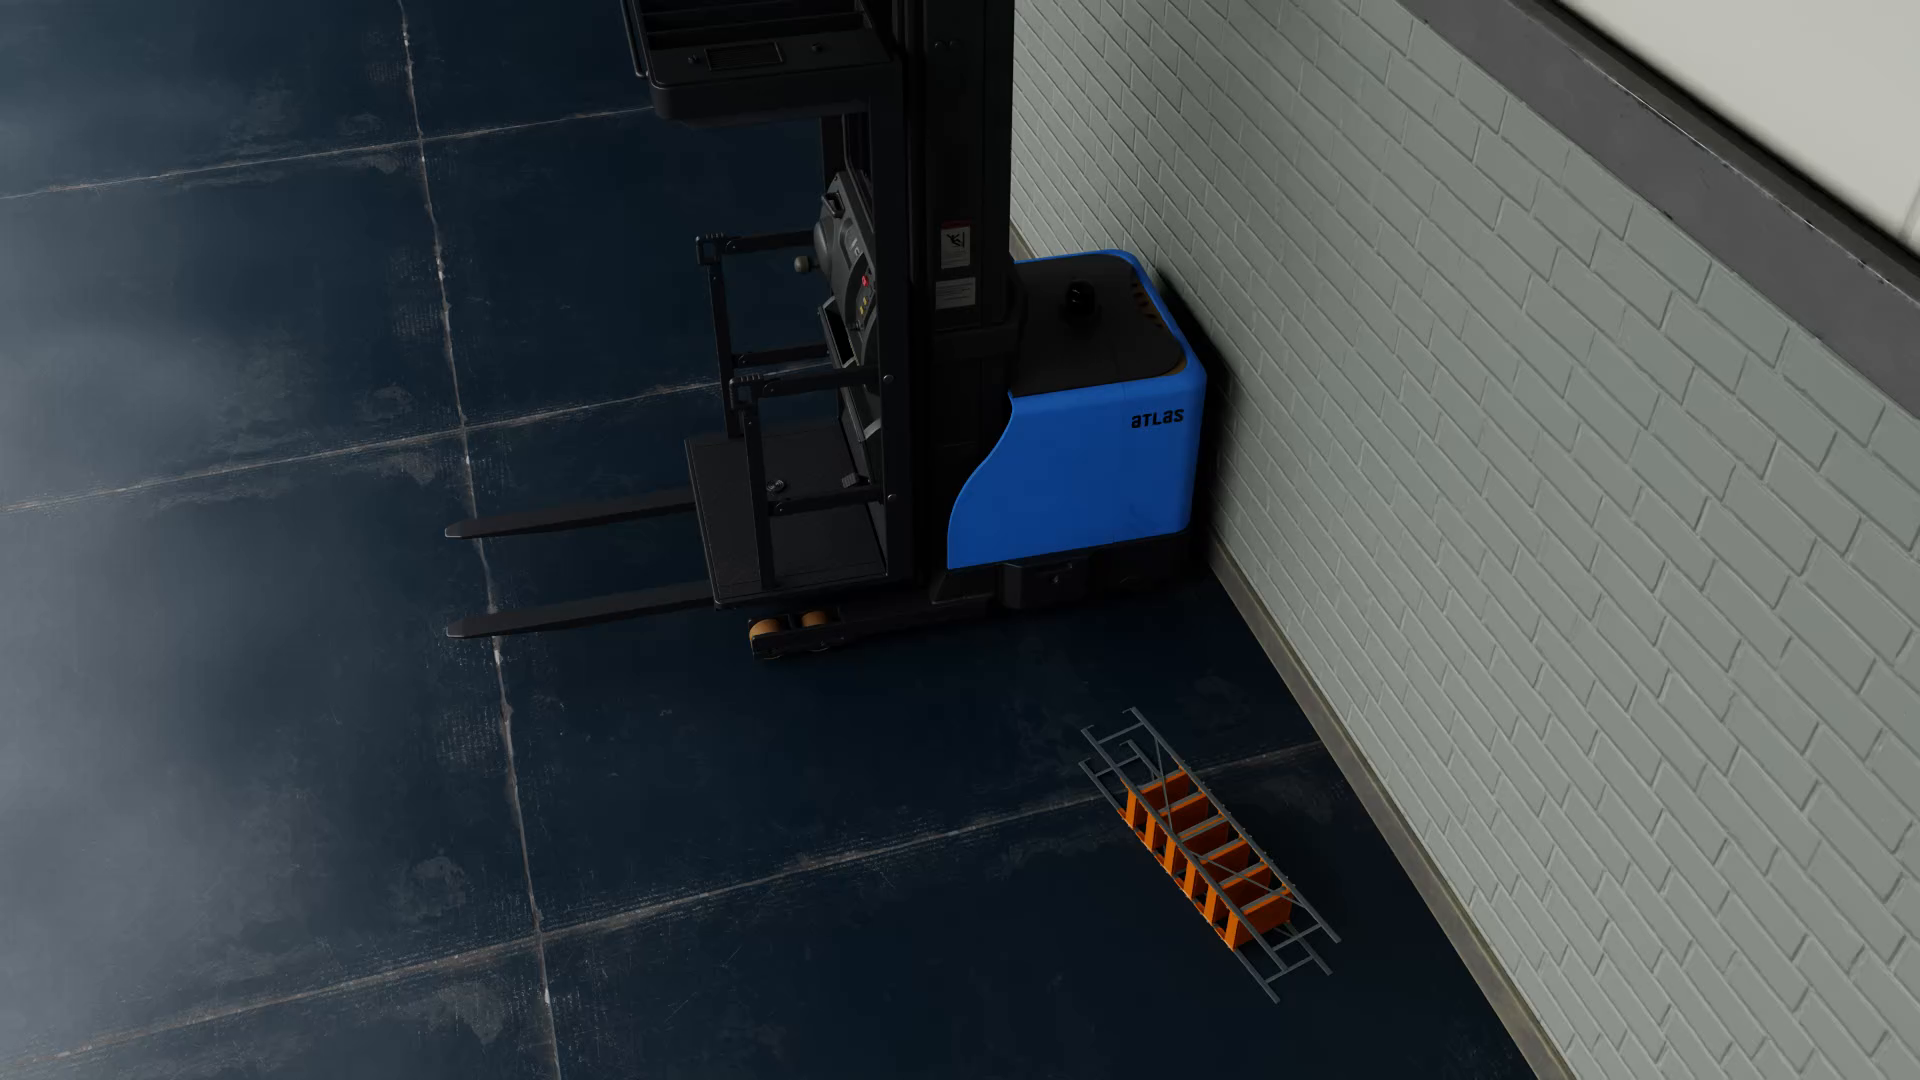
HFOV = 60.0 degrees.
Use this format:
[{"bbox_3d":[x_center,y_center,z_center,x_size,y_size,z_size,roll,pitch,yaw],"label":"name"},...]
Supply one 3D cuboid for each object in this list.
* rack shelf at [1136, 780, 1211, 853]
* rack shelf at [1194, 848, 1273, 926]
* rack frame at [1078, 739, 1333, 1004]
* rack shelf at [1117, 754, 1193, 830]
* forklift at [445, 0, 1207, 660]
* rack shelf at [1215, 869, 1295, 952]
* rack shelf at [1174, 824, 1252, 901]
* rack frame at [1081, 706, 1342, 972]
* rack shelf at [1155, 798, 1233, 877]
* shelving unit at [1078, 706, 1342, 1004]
[{"bbox_3d":[0.768,0.984,5.973,0.258,0.180,0.103,-21,46,-22],"label":"rack shelf"},{"bbox_3d":[0.948,1.191,5.740,0.258,0.180,0.103,-21,46,-22],"label":"rack shelf"},{"bbox_3d":[0.850,1.147,5.927,0.240,0.006,1.200,-21,46,-22],"label":"rack frame"},{"bbox_3d":[0.708,0.915,6.051,0.258,0.180,0.103,-21,46,-22],"label":"rack shelf"},{"bbox_3d":[-0.608,-1.007,6.175,3.031,2.935,1.130,-9,42,-10],"label":"forklift"},{"bbox_3d":[1.007,1.260,5.662,0.258,0.180,0.103,-21,46,-22],"label":"rack shelf"},{"bbox_3d":[0.888,1.122,5.817,0.258,0.180,0.103,-21,46,-22],"label":"rack shelf"},{"bbox_3d":[0.850,1.010,5.806,0.240,0.006,1.200,-21,46,-22],"label":"rack frame"},{"bbox_3d":[0.828,1.053,5.895,0.258,0.180,0.103,-21,46,-22],"label":"rack shelf"},{"bbox_3d":[0.850,1.079,5.866,0.258,0.189,1.200,-21,46,-22],"label":"shelving unit"}]
